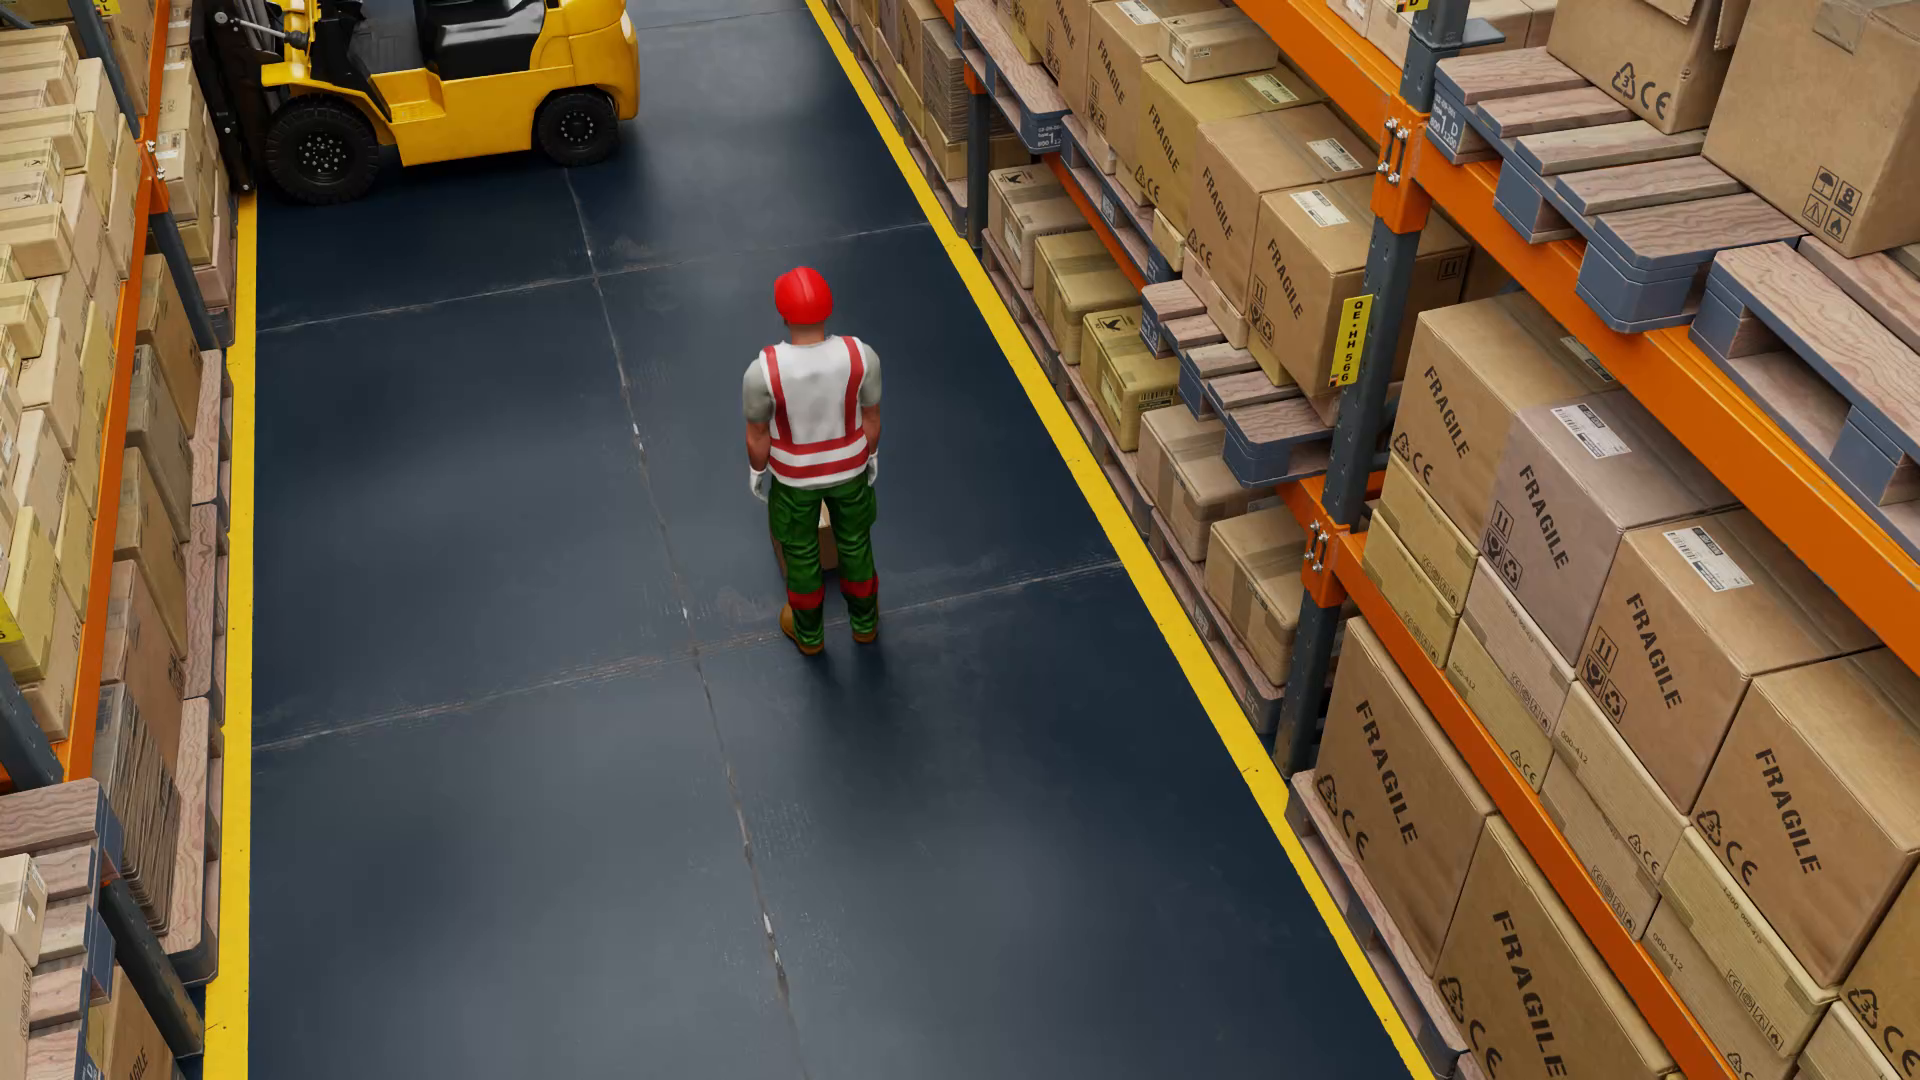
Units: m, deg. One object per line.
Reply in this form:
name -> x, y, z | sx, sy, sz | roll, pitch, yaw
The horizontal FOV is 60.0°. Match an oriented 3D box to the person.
person -> -0.559, -0.287, 6.460 | 0.526, 1.789, 0.332 | -11, 43, -12
